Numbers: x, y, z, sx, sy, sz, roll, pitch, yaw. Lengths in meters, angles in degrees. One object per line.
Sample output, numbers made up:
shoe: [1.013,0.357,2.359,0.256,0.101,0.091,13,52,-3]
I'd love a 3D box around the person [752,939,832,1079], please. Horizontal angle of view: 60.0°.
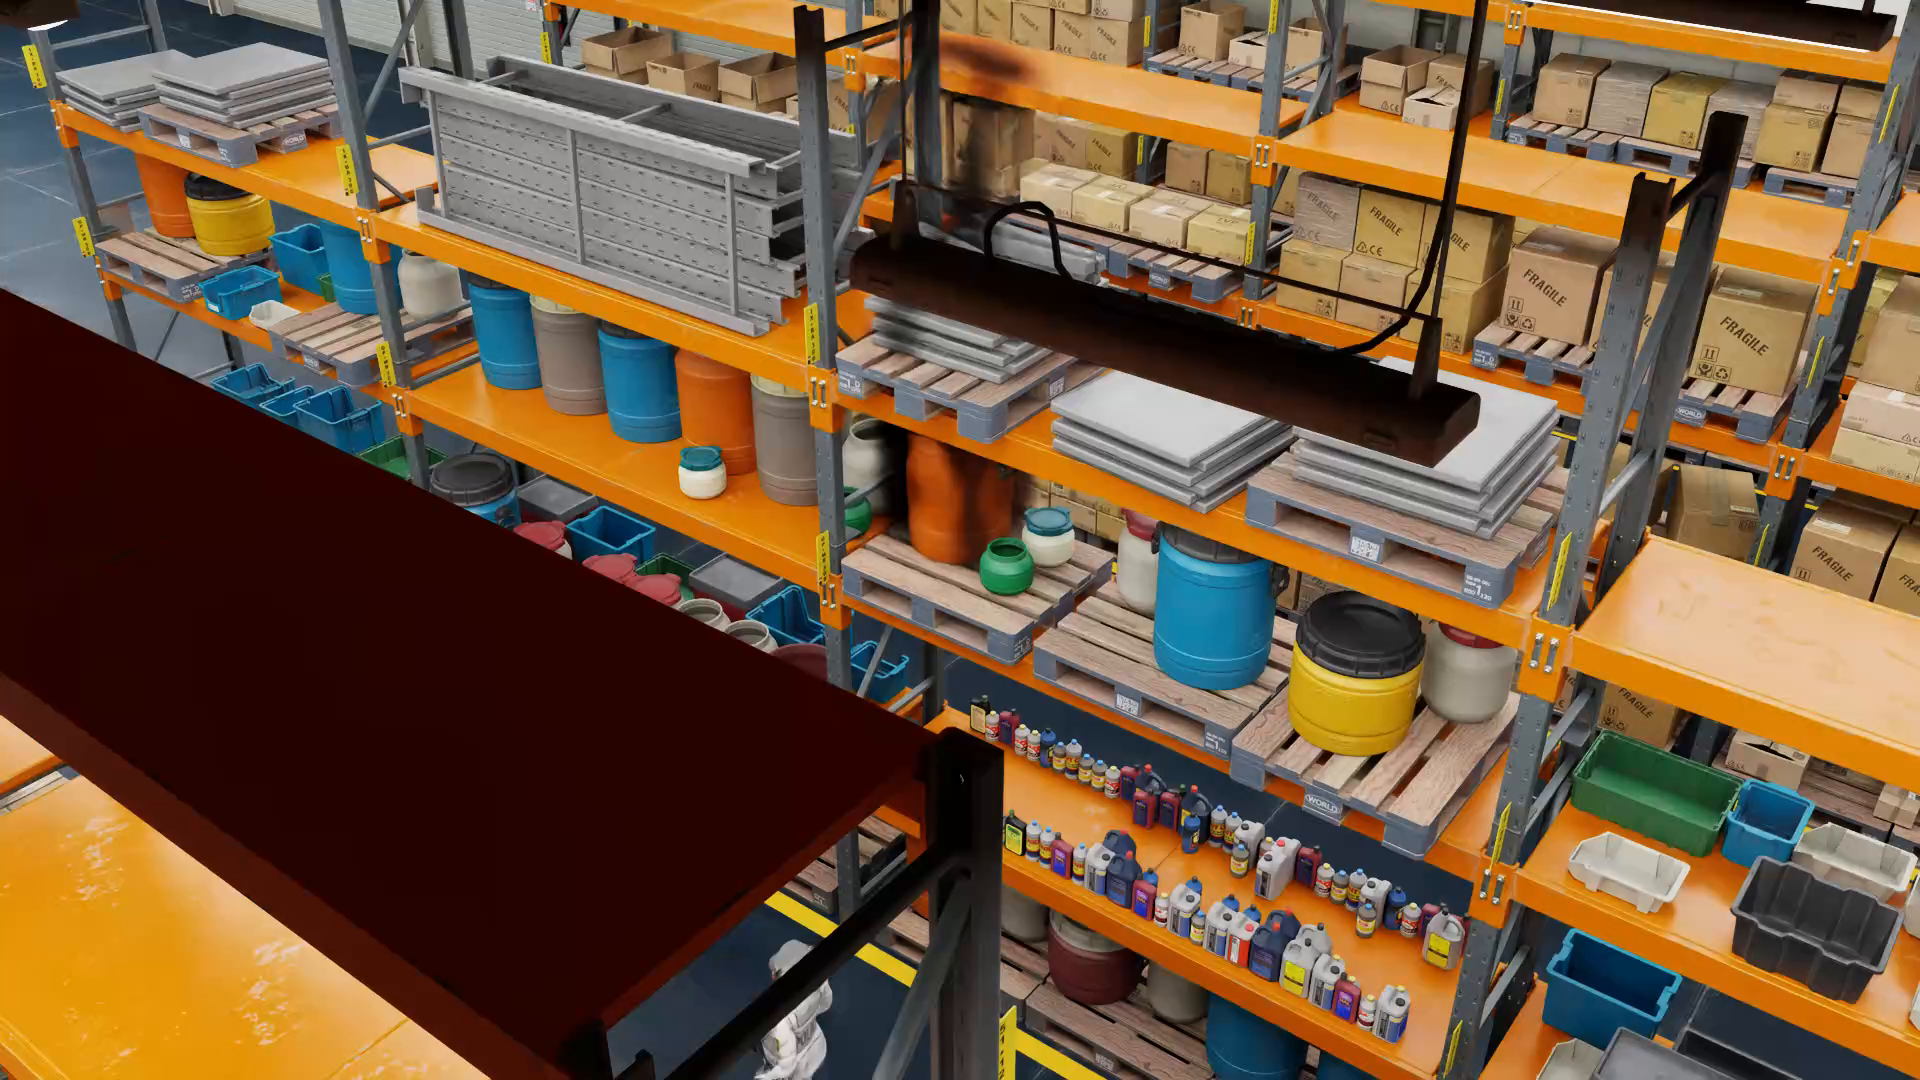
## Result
person: [-0.922,2.805,8.982,0.524,1.653,0.612,16,35,24]
